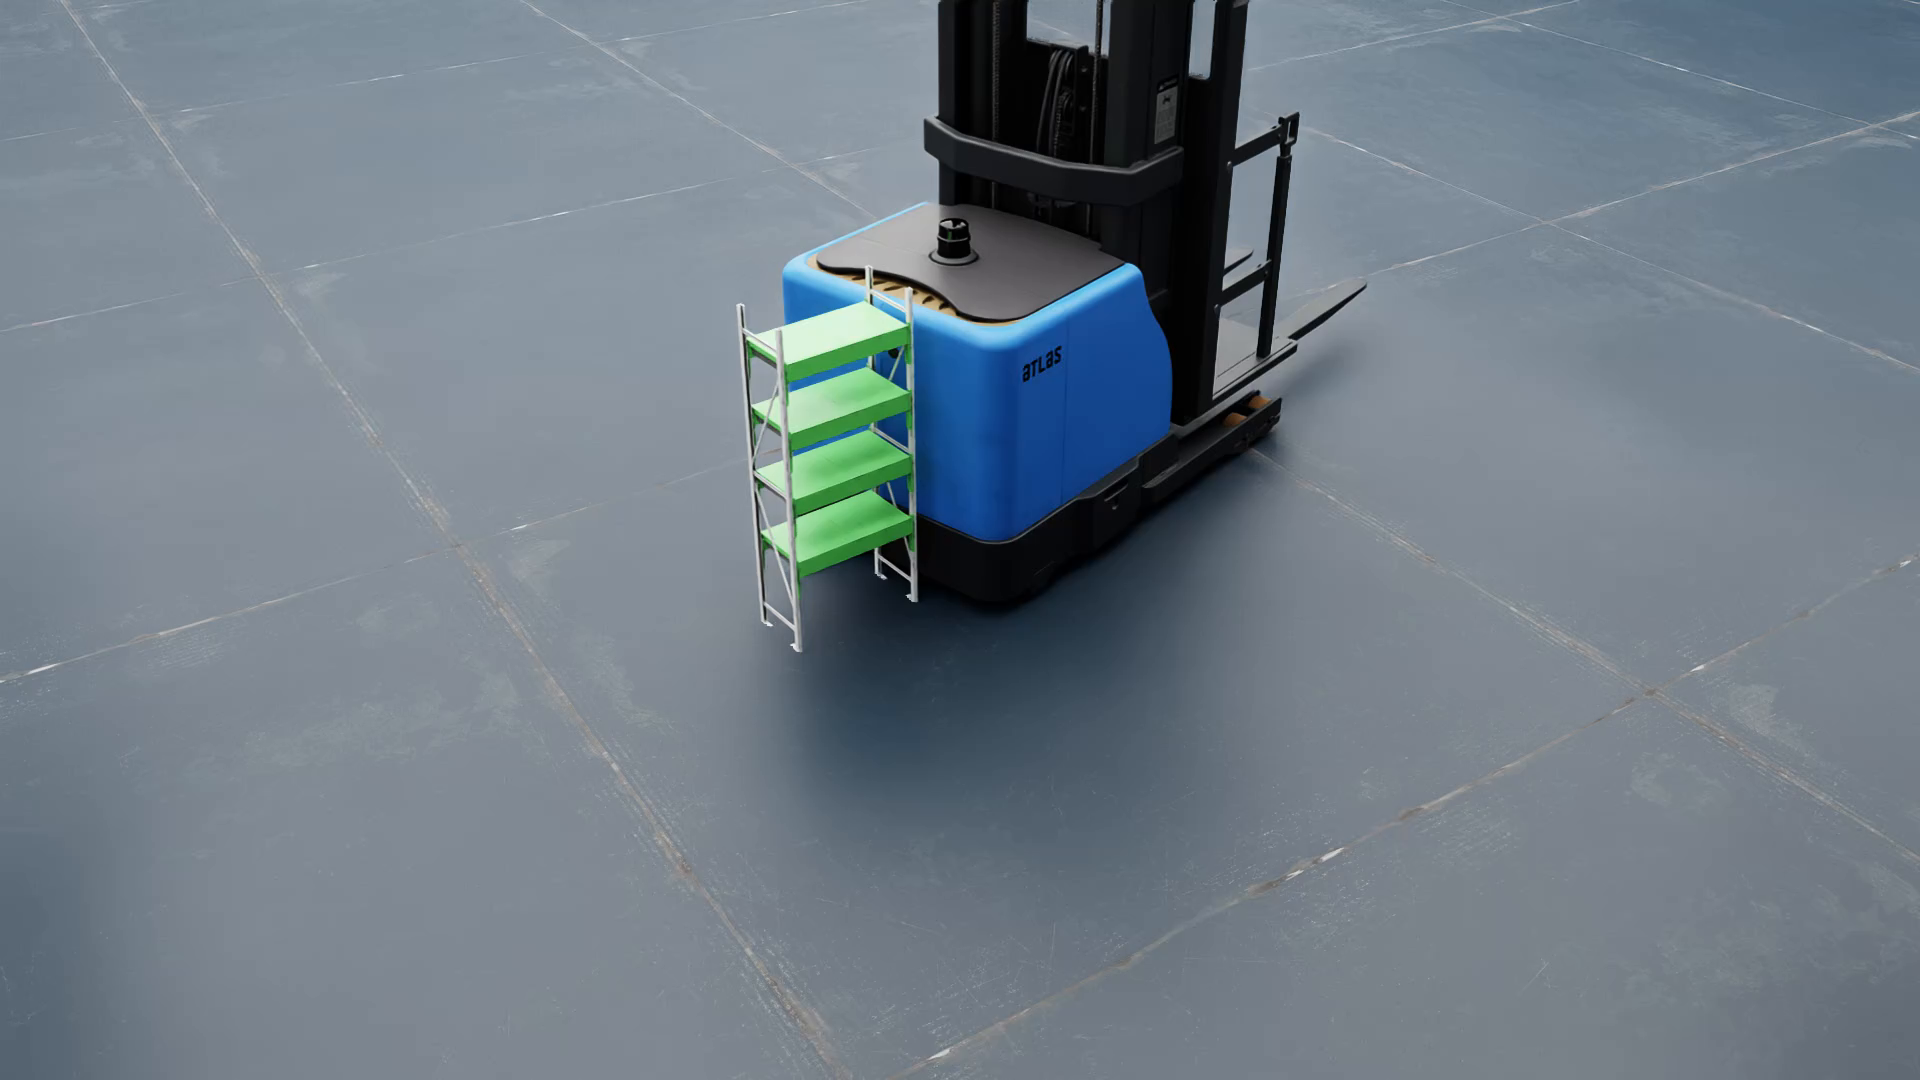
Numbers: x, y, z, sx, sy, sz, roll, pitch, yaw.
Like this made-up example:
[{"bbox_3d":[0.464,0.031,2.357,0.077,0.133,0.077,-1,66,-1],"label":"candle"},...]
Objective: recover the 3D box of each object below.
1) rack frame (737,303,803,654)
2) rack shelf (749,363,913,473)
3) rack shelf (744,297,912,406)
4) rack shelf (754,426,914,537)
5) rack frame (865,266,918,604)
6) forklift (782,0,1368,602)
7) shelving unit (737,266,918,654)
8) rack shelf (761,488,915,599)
[{"bbox_3d":[-0.614,-0.175,5.402,0.015,1.200,0.240,-23,39,-31],"label":"rack frame"},{"bbox_3d":[-0.421,-0.404,5.435,0.480,0.148,0.258,-23,39,-31],"label":"rack shelf"},{"bbox_3d":[-0.421,-0.607,5.307,0.480,0.148,0.258,-23,39,-31],"label":"rack shelf"},{"bbox_3d":[-0.421,-0.201,5.563,0.480,0.148,0.258,-23,39,-31],"label":"rack shelf"},{"bbox_3d":[-0.229,-0.335,5.656,0.015,1.200,0.240,-23,39,-31],"label":"rack frame"},{"bbox_3d":[0.684,-1.743,6.265,1.130,2.935,3.031,23,39,32],"label":"forklift"},{"bbox_3d":[-0.421,-0.255,5.529,0.503,1.200,0.258,-23,39,-31],"label":"shelving unit"},{"bbox_3d":[-0.421,0.002,5.691,0.480,0.148,0.258,-23,39,-31],"label":"rack shelf"}]
